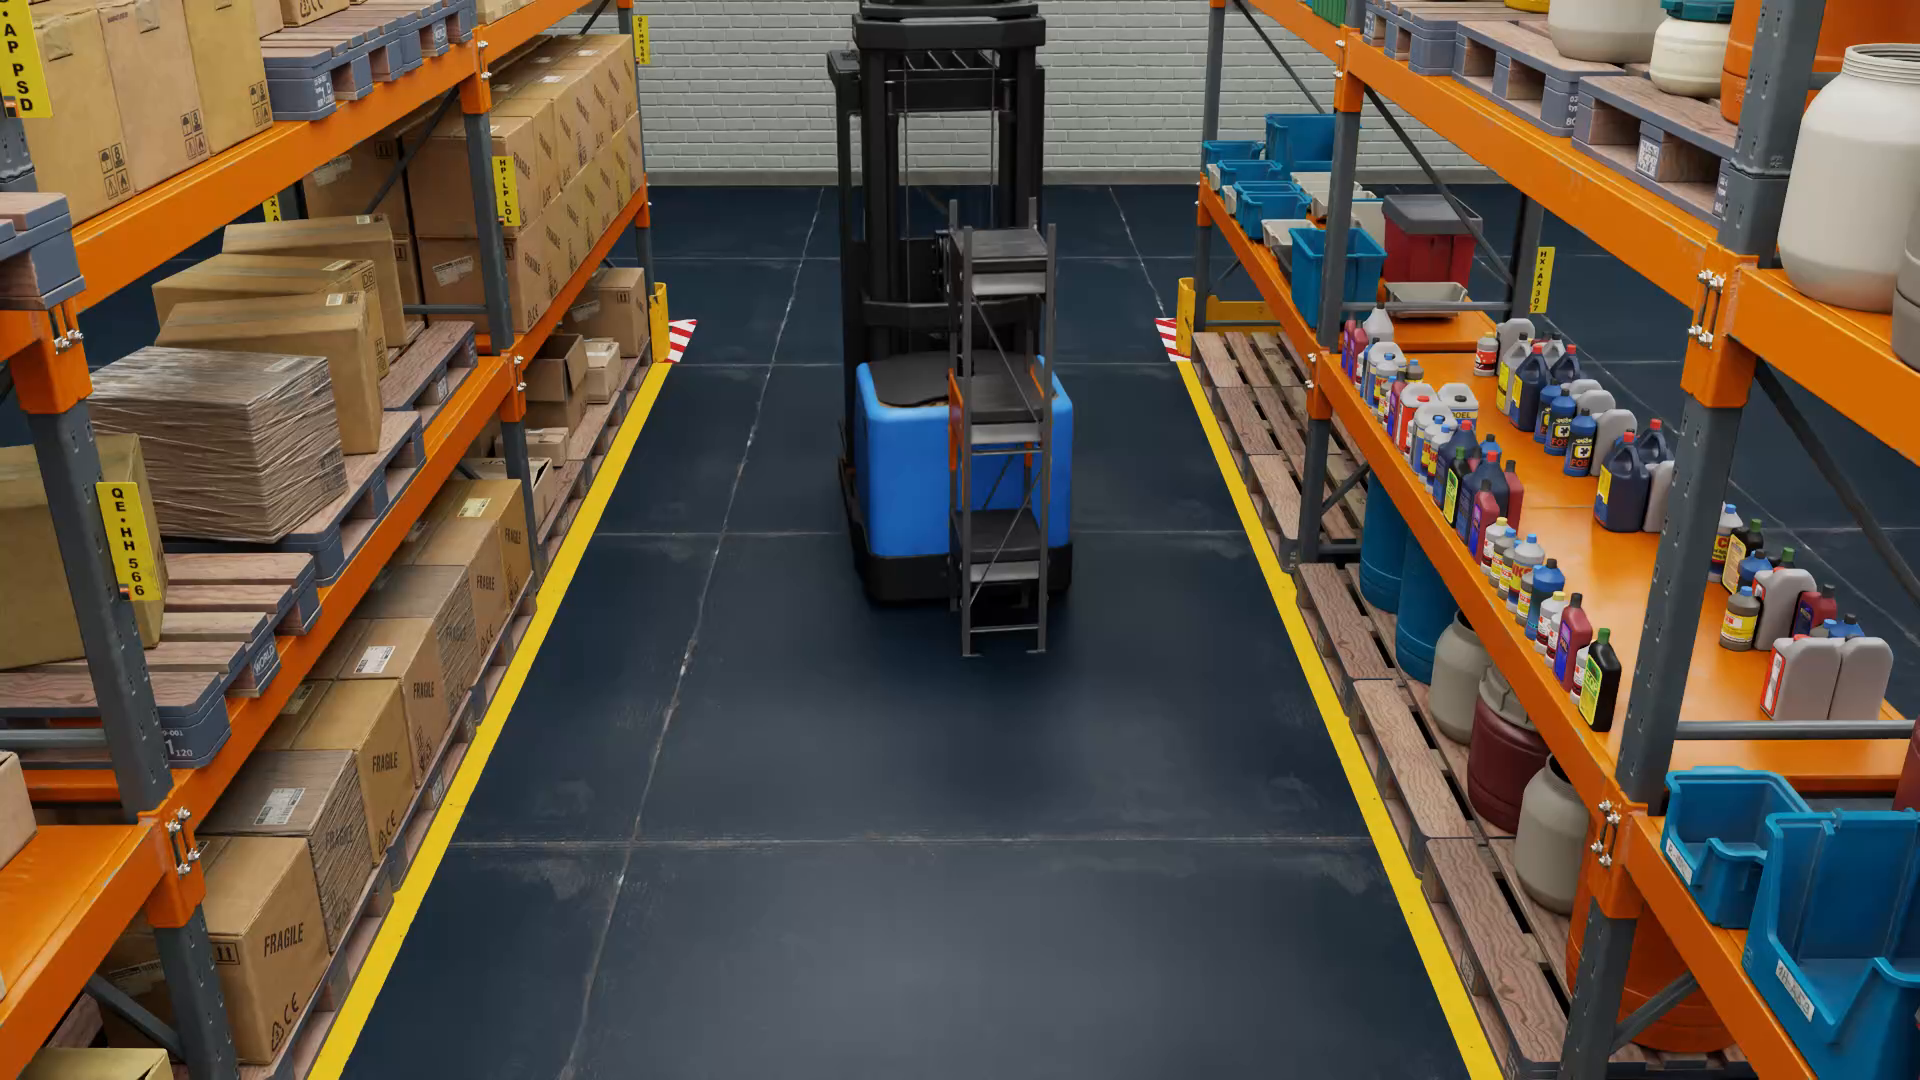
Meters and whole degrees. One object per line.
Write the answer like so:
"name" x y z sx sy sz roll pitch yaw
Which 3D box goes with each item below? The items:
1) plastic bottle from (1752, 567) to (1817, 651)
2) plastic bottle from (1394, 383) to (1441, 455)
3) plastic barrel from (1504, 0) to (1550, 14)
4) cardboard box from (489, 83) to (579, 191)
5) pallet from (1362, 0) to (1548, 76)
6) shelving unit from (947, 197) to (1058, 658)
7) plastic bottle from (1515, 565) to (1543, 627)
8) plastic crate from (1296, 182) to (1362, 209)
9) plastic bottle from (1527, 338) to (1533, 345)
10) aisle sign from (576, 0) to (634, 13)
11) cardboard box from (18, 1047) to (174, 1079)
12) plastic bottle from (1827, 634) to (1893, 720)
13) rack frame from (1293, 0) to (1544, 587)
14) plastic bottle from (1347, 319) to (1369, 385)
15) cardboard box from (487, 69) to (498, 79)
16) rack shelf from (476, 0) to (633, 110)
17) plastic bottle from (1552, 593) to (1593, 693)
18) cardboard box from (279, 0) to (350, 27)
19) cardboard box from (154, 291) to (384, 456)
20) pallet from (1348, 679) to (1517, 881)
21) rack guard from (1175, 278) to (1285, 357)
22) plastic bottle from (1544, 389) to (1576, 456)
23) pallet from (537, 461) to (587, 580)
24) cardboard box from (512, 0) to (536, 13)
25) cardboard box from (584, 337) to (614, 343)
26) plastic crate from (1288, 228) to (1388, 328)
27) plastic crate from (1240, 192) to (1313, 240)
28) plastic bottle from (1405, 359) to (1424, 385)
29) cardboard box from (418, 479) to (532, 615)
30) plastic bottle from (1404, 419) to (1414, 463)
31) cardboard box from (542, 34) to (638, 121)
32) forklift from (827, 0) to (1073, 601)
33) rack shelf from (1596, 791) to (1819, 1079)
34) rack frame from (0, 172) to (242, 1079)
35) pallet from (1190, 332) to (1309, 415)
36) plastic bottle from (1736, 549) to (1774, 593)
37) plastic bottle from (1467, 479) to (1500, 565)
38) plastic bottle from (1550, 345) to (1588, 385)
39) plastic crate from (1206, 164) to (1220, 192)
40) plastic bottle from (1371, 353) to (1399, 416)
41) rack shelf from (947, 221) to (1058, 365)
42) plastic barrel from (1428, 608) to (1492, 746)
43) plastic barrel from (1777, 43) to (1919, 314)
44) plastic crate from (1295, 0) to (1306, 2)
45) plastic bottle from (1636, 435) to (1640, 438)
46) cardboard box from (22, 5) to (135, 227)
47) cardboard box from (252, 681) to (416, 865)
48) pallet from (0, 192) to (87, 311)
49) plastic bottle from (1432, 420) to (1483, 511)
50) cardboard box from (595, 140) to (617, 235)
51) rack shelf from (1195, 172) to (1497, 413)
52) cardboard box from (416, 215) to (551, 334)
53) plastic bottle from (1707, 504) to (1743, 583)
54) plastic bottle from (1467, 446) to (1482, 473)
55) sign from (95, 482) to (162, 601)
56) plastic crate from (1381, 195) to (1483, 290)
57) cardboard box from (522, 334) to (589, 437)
"plastic bottle" 2.618 0.203 5.311 0.152 0.276 0.135 0 24 -1
"plastic bottle" 1.895 -0.501 6.868 0.152 0.276 0.135 0 24 -1
"plastic barrel" 2.474 -2.400 6.538 0.600 0.588 0.600 0 24 0
"cardboard box" -2.427 -2.231 9.209 0.500 0.500 0.500 -1 24 -2
"pallet" 2.367 -2.089 6.819 1.213 0.211 1.003 0 24 -1
"shelving unit" 0.182 -0.501 7.804 0.431 2.100 0.503 -3 25 -7
"plastic bottle" 1.885 0.180 5.454 0.097 0.201 0.097 0 24 0
"plastic crate" 2.396 -2.232 10.792 0.396 0.136 0.243 0 24 -1
"plastic bottle" 2.617 -0.832 7.691 0.097 0.201 0.097 0 24 0
"aisle sign" -2.431 -3.973 11.239 0.394 0.787 0.004 0 24 -1
"cardboard box" -2.397 1.558 4.311 0.500 0.311 0.500 0 24 1
"plastic bottle" 2.623 0.394 4.890 0.152 0.276 0.135 0 24 -1
"rack frame" 2.261 -1.131 8.111 1.000 3.000 0.127 0 24 -1
"plastic bottle" 1.840 -0.870 7.675 0.061 0.283 0.133 0 24 -1
"cardboard box" -2.975 -2.445 9.681 0.500 0.500 0.500 0 24 -1
"rack shelf" -2.714 -2.974 9.418 1.077 0.370 4.000 0 24 -1
"plastic bottle" 1.871 0.310 5.065 0.061 0.283 0.133 0 24 -1
"cardboard box" -2.731 -2.276 6.251 0.600 0.600 0.600 -1 24 -1
"cardboard box" -2.611 -0.620 6.349 0.700 0.500 0.500 -6 25 -14
"pallet" 2.244 0.961 6.868 1.003 0.211 1.213 0 24 -1
"rack guard" 2.204 -1.650 12.292 1.175 0.500 0.348 0 24 -1
"plastic bottle" 2.475 -0.490 6.849 0.097 0.271 0.097 0 24 0
"pallet" -2.699 -0.123 9.266 1.003 0.211 1.213 0 24 -1
"cardboard box" -2.452 -2.816 8.379 0.500 0.250 0.500 0 24 -1
"cardboard box" -2.569 -1.278 11.340 0.380 0.166 0.250 0 24 -1
"plastic crate" 1.914 -1.342 8.524 0.392 0.384 0.575 0 24 -1
"plastic crate" 1.908 -1.961 10.076 0.416 0.233 0.300 0 24 -1
"plastic bottle" 2.013 -0.706 7.411 0.097 0.201 0.097 0 24 0
"cardboard box" -2.401 0.030 8.043 0.500 0.500 0.500 0 24 -1
"plastic bottle" 1.869 -0.419 6.777 0.097 0.201 0.097 0 24 0
"cardboard box" -2.456 -3.078 11.080 0.500 0.500 0.500 0 24 -1
"forklift" -0.137 -1.605 9.241 1.130 2.935 3.031 -3 25 -7
"rack shelf" 2.326 1.669 2.793 1.077 0.370 4.000 0 24 -1
"rack frame" -2.649 0.538 4.421 1.000 3.000 0.127 0 24 -1
"pallet" 2.187 -1.169 11.578 1.003 0.211 1.213 0 24 -1
"plastic bottle" 2.583 0.158 5.418 0.097 0.271 0.097 0 24 0
"plastic bottle" 1.861 -0.066 5.896 0.061 0.283 0.133 0 24 -1
"plastic bottle" 2.600 -0.655 7.119 0.144 0.351 0.185 0 24 -1
"plastic crate" 1.811 -2.451 11.276 0.250 0.136 0.298 0 24 -1
"plastic bottle" 1.863 -0.681 7.273 0.097 0.271 0.097 0 24 0
"rack shelf" 0.182 -1.124 7.516 0.431 0.518 0.480 -3 25 -7
"plastic barrel" 2.174 0.560 6.881 0.421 0.512 0.421 0 24 0
"plastic barrel" 2.001 -0.771 3.540 0.421 0.512 0.421 0 24 0
"plastic crate" 1.866 -2.900 8.702 0.293 0.136 0.466 0 24 -1
"plastic bottle" 2.650 -0.313 6.443 0.061 0.283 0.133 0 24 -1
"cardboard box" -2.687 -1.054 4.179 0.910 0.500 0.500 0 24 -1
"cardboard box" -2.380 0.865 6.197 0.500 0.500 0.500 -1 24 -1
"pallet" -2.552 -0.464 3.224 1.213 0.211 1.003 1 24 2
"plastic bottle" 1.897 -0.293 6.318 0.144 0.351 0.185 0 24 -1
"cardboard box" -2.450 -2.202 10.356 0.500 0.500 0.500 0 24 0
"rack shelf" 2.239 -1.628 10.082 1.077 0.370 4.000 0 24 -1
"cardboard box" -2.426 -1.367 8.512 0.500 0.500 0.500 0 24 1
"plastic bottle" 2.640 0.007 5.750 0.097 0.271 0.097 0 24 0
"plastic bottle" 1.918 -0.197 6.187 0.061 0.283 0.133 0 24 -1
"sign" -2.094 0.006 4.191 0.100 0.325 0.005 0 24 -1
"plastic crate" 2.502 -1.557 8.902 0.402 0.464 0.583 0 24 -1
"cardboard box" -2.718 -0.948 10.201 0.797 0.503 0.637 0 24 -1
